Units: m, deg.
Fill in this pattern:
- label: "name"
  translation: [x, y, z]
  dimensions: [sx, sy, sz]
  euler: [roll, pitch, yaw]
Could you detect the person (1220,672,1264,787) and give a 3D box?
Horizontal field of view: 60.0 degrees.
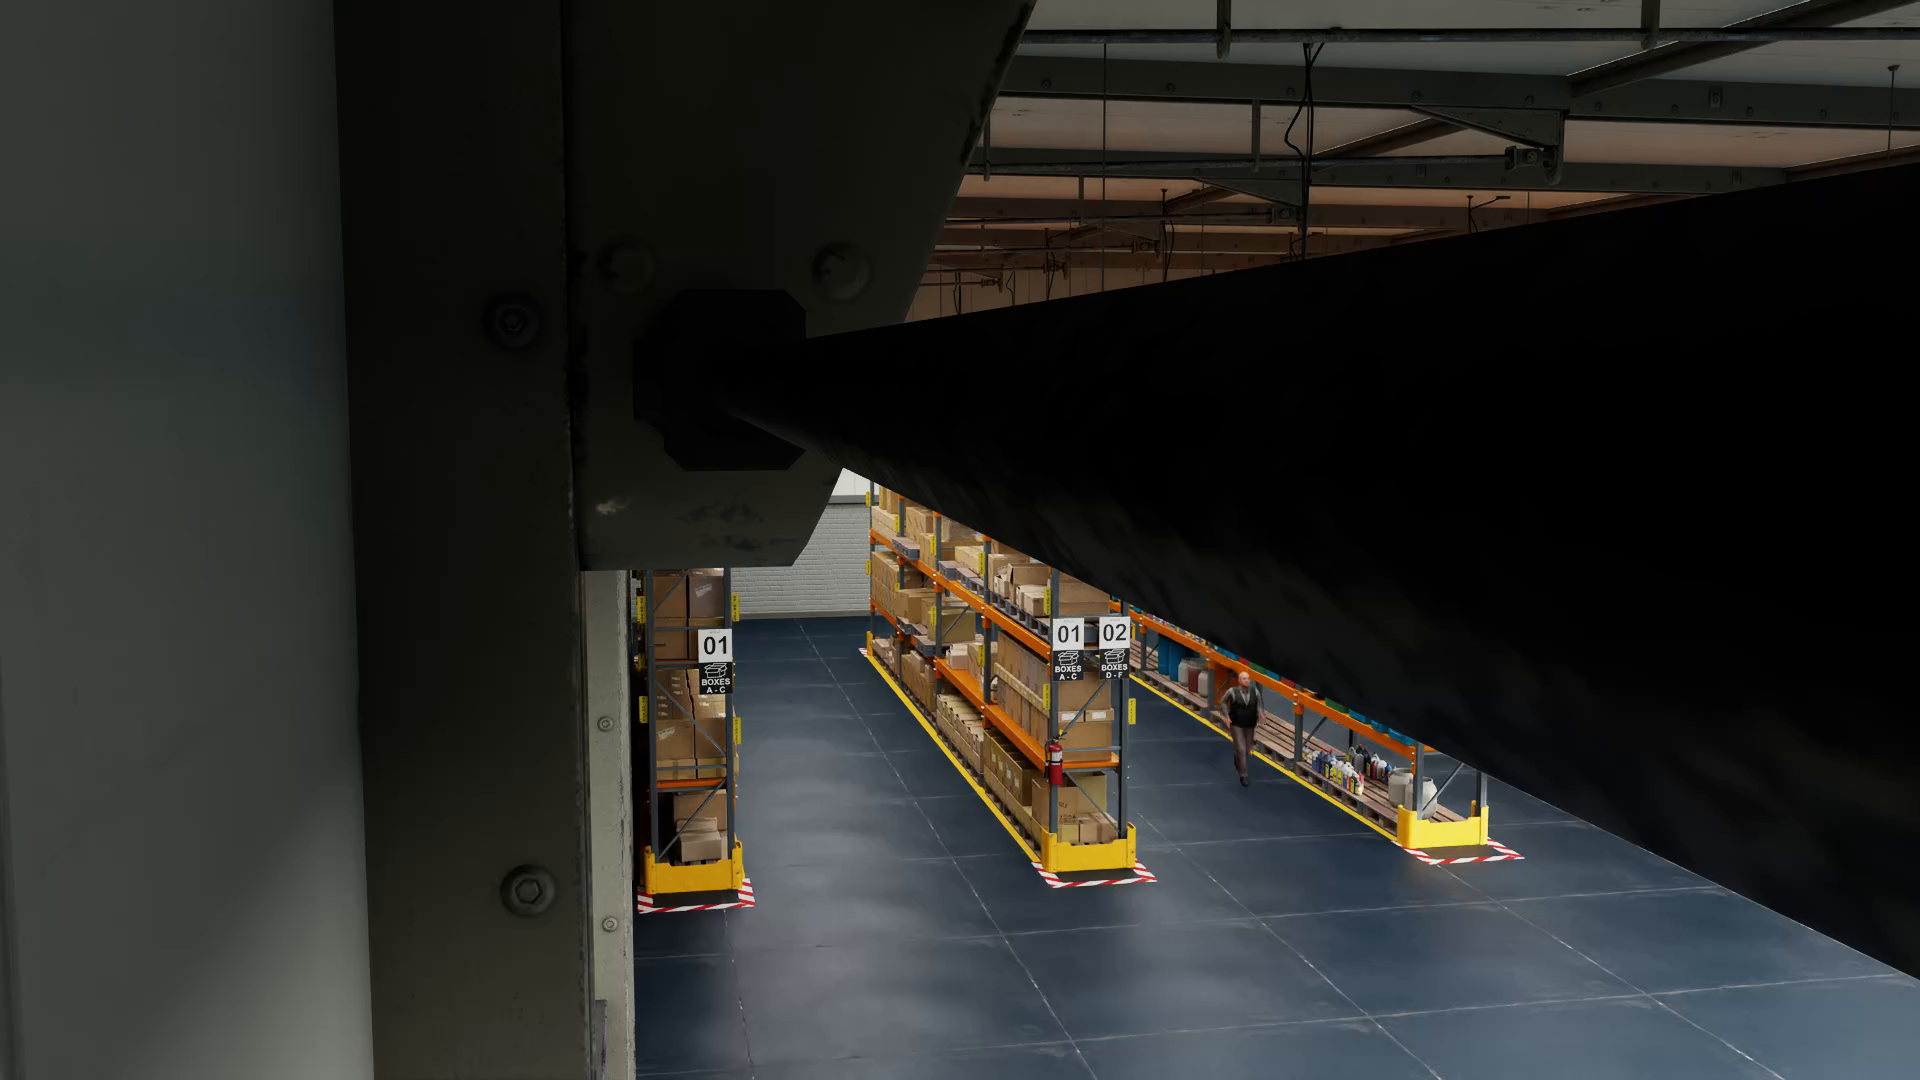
- label: "person"
  translation: [4.297, 2.840, 25.432]
  dimensions: [0.643, 1.704, 0.888]
  euler: [-1, 6, -10]
